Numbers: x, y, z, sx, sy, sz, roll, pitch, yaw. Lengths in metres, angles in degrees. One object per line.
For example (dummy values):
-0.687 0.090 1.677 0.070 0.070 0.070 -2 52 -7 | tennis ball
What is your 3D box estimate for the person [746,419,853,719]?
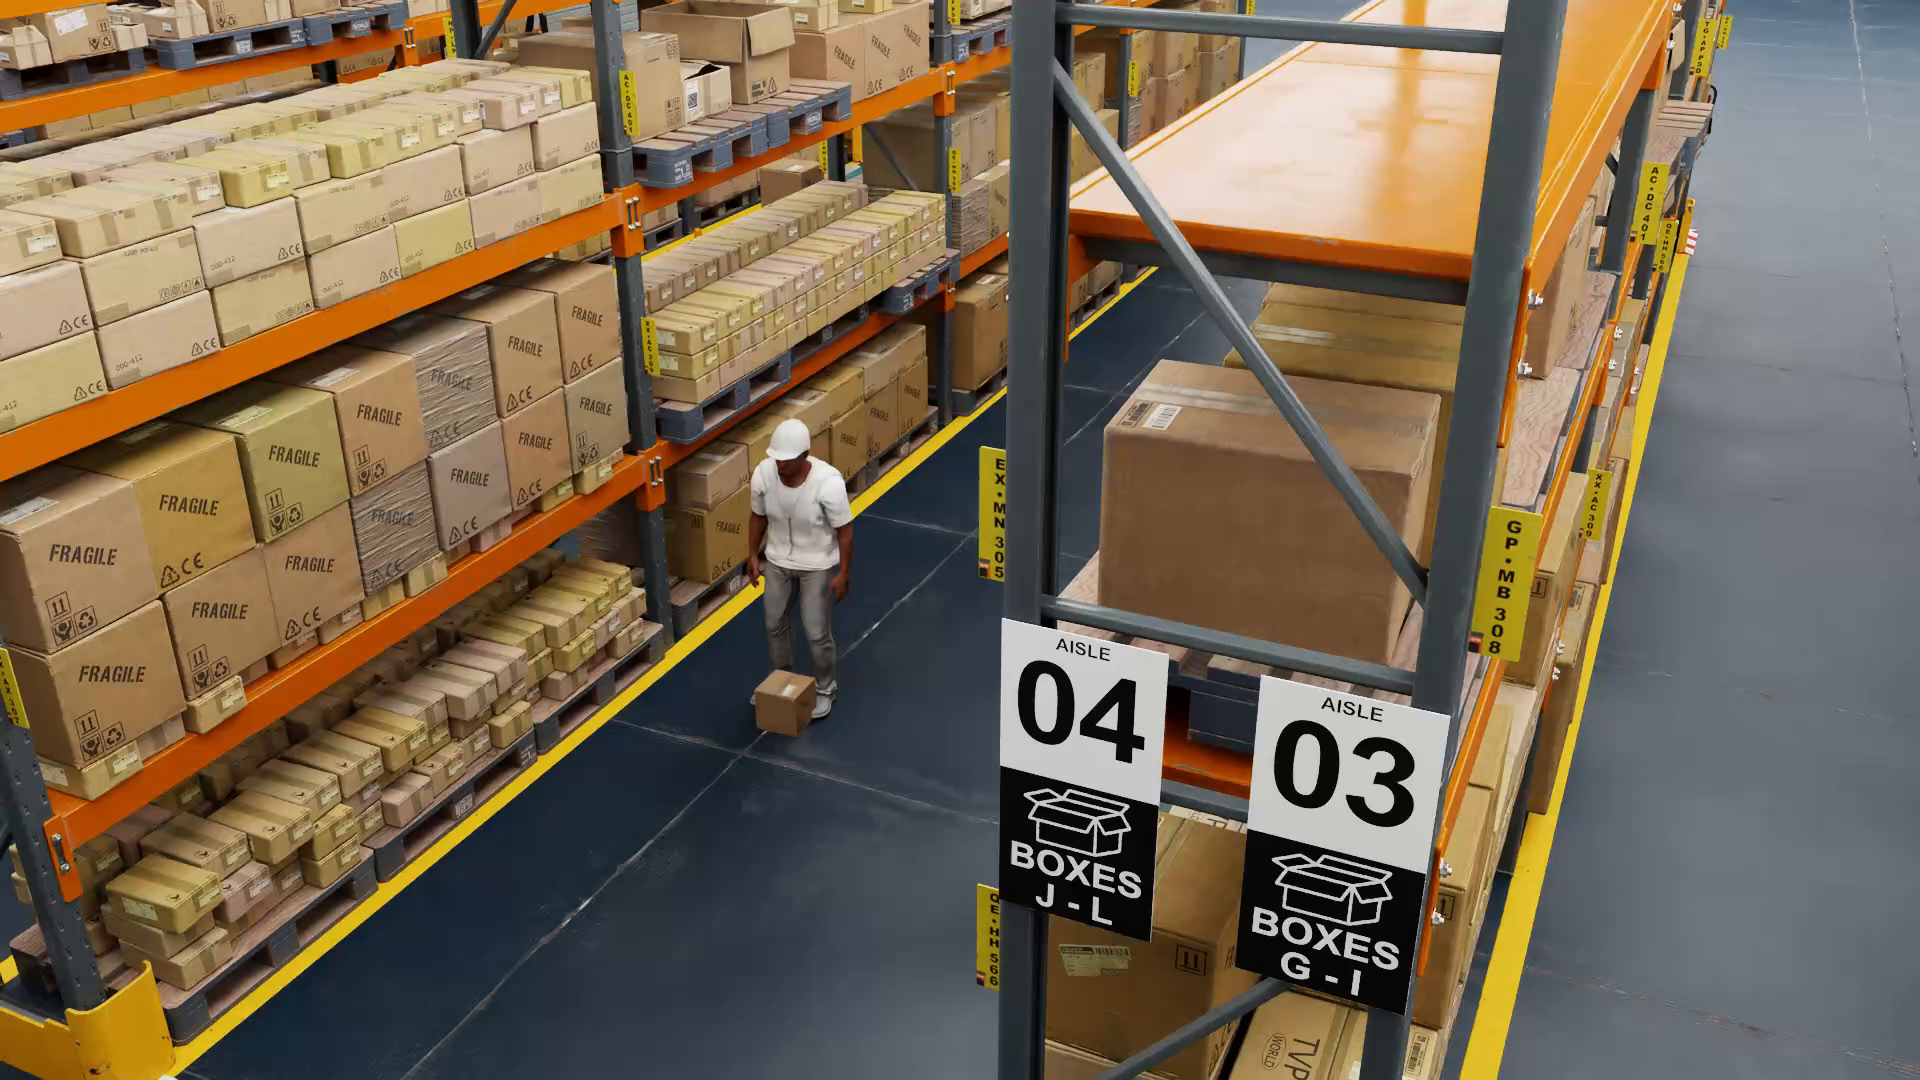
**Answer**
-0.888 0.139 9.125 0.621 1.759 0.461 10 28 20 | person
